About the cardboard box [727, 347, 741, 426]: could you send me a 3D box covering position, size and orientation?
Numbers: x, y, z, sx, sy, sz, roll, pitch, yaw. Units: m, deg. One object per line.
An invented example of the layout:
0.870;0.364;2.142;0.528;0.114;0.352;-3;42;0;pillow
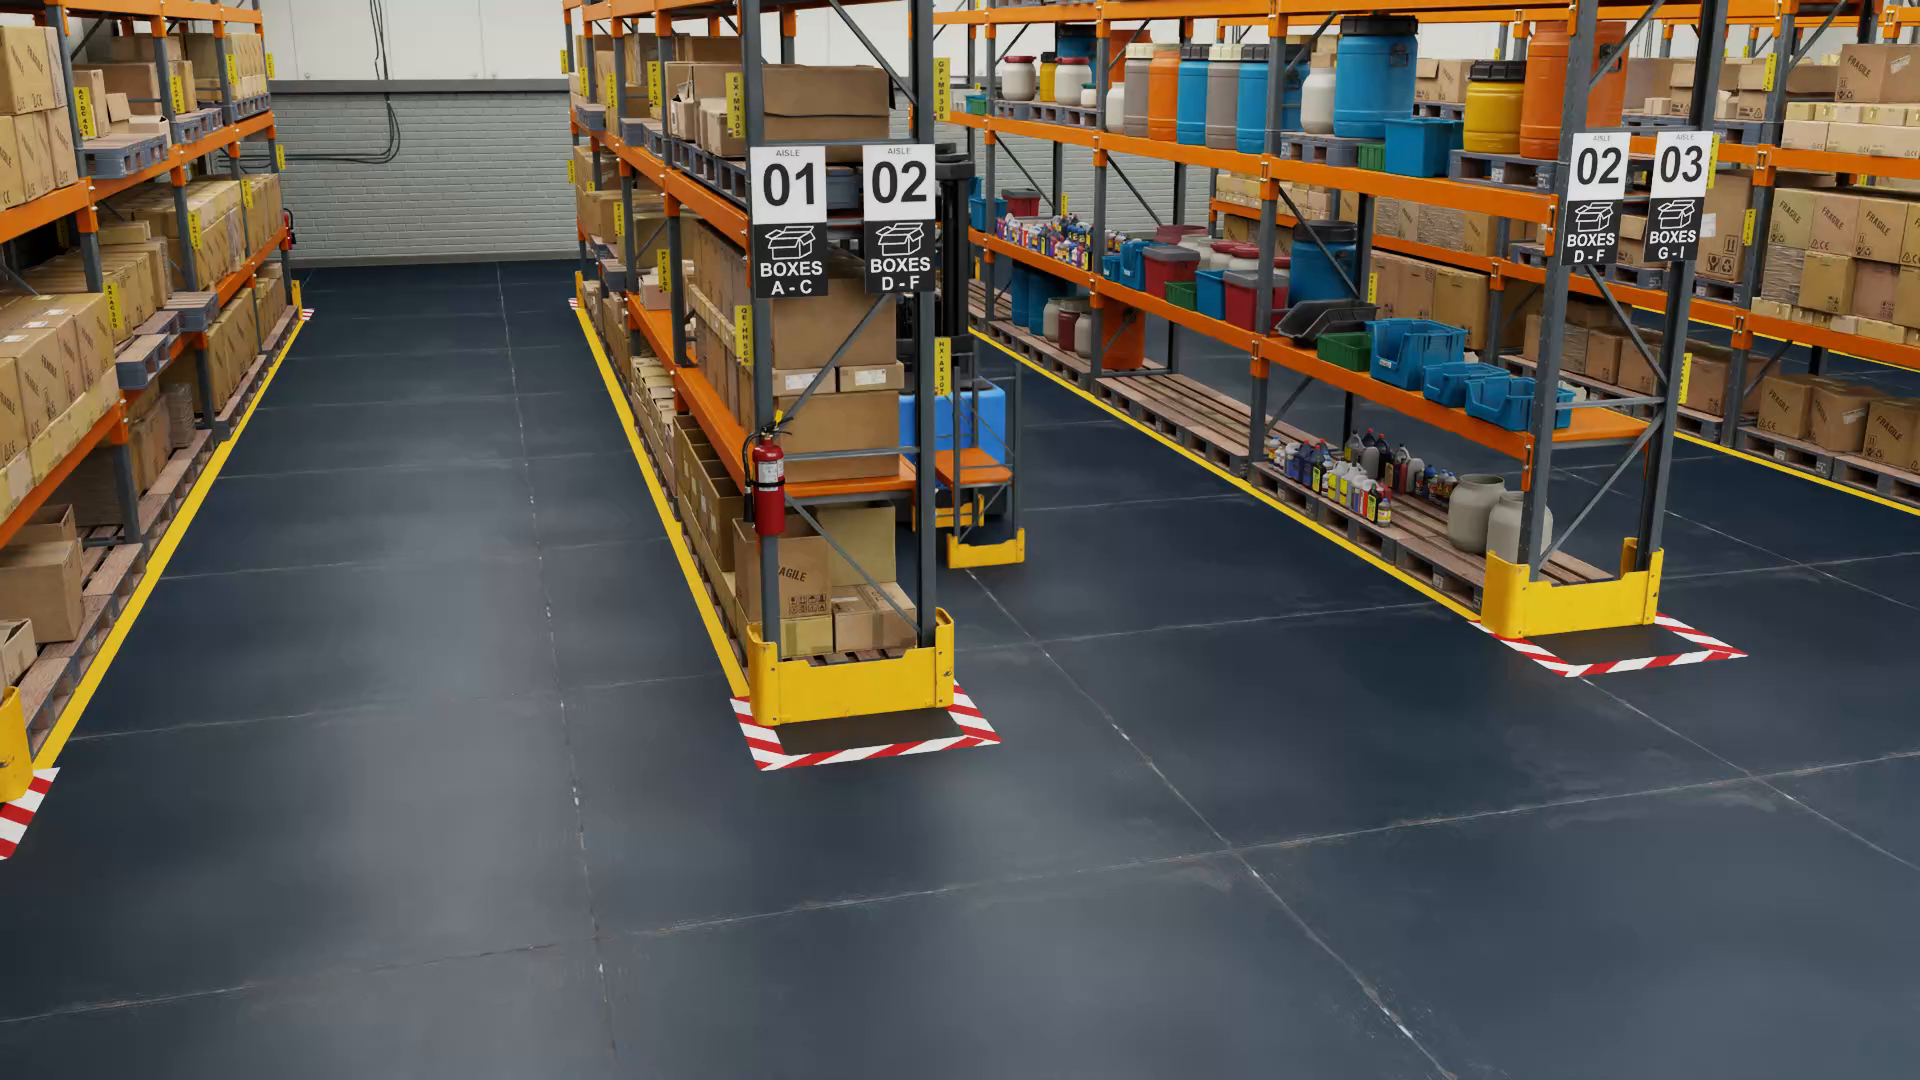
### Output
-1.181;-1.083;11.168;0.700;0.500;0.500;-4;17;-14;cardboard box

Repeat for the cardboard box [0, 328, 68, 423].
-5.656;-0.959;9.854;0.500;0.500;0.500;-4;17;-14;cardboard box

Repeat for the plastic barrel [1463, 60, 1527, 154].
3.692;-2.900;11.122;0.600;0.588;0.600;0;17;0;plastic barrel

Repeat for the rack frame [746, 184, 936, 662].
-0.637;-0.476;9.324;1.000;3.000;0.127;-5;17;-15;rack frame

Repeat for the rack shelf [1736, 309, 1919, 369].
8.340;-1.467;13.873;1.077;0.370;4.000;-5;17;-15;rack shelf

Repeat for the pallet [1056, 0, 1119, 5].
1.760;-5.873;17.885;1.213;0.211;1.003;-5;17;-15;pallet

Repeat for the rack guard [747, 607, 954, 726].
-0.630;0.727;9.662;1.175;0.500;0.348;-5;17;-15;rack guard

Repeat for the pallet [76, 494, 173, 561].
-6.713;-0.070;12.818;1.003;0.211;1.213;-5;17;-15;pallet

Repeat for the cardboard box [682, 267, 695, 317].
-2.214;-2.129;14.651;0.500;0.500;0.500;-5;17;-15;cardboard box

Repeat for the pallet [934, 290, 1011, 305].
0.251;-3.389;23.868;1.003;0.211;1.213;-5;17;-15;pallet

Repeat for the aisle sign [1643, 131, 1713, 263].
4.428;-2.115;10.261;0.394;0.787;0.004;-5;17;-15;aisle sign

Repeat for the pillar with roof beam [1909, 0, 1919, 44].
14.778;-10.211;31.304;9.100;9.000;0.400;-5;17;-15;pillar with roof beam

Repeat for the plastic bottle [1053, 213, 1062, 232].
1.258;-3.923;20.884;0.144;0.351;0.185;-5;17;-15;plastic bottle

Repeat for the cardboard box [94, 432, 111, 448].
-6.841;-0.887;12.967;0.500;0.250;0.500;-5;17;-16;cardboard box

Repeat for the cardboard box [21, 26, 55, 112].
-5.938;-2.894;10.213;0.500;0.500;0.500;-4;17;-12;cardboard box

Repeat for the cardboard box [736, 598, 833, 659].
-1.068;0.514;10.075;0.500;0.250;0.500;-5;17;-15;cardboard box

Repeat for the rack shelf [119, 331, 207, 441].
-7.048;-1.399;13.646;1.077;0.370;4.000;-5;17;-15;rack shelf

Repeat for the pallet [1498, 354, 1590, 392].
6.904;-1.920;18.976;1.003;0.211;1.213;-5;17;-15;pallet

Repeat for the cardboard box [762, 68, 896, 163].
-0.791;-2.390;9.328;0.797;0.503;0.637;-3;17;-11;cardboard box

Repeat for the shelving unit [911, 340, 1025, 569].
0.047;-0.674;12.590;0.587;1.500;1.083;-5;17;-16;shelving unit

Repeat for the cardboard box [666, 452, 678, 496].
-2.129;-0.559;13.648;0.500;0.250;0.500;-5;17;-16;cardboard box

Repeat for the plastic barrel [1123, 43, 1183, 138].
1.945;-4.512;16.674;0.600;0.901;0.600;0;17;0;plastic barrel

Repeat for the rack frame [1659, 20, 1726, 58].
10.388;-7.815;23.328;1.000;3.000;0.127;-5;17;-15;rack frame

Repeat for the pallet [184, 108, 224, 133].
-8.397;-4.498;17.832;0.805;0.209;1.217;-5;18;-17;pallet

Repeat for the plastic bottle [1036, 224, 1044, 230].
0.991;-3.725;20.353;0.152;0.276;0.135;-5;17;-15;plastic bottle

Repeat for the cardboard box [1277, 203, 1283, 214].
4.839;-4.872;24.392;0.380;0.149;0.250;-5;17;-16;cardboard box

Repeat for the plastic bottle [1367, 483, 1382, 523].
3.151;-0.281;12.631;0.061;0.283;0.133;-4;17;-14;plastic bottle

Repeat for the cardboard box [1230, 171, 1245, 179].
4.502;-5.822;25.559;0.500;0.500;0.500;-5;17;-17;cardboard box

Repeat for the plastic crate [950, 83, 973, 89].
-0.115;-6.255;23.456;0.504;0.338;0.767;-5;17;-15;plastic crate

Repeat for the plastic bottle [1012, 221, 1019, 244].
0.696;-3.831;20.716;0.097;0.271;0.097;0;17;0;plastic bottle

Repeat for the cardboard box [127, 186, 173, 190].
-8.670;-3.670;17.927;0.500;0.250;0.500;-4;17;-15;cardboard box

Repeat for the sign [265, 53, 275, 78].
-9.270;-6.371;22.333;0.100;0.325;0.005;-5;17;-15;sign

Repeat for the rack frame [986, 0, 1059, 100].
0.829;-7.060;20.812;1.000;3.000;0.127;-5;17;-15;rack frame

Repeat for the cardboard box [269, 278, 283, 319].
-9.370;-3.189;21.971;0.700;0.500;0.500;-5;17;-15;cardboard box

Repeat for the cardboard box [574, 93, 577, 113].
-4.873;-5.827;22.184;0.500;0.250;0.500;-5;17;-15;cardboard box

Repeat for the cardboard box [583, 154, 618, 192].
-4.604;-4.723;21.549;0.500;0.500;0.500;-5;17;-15;cardboard box

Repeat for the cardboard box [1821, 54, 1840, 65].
10.971;-5.919;20.724;0.396;0.266;0.258;-5;17;-15;cardboard box

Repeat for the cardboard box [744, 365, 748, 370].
-1.136;-1.138;10.227;0.380;0.149;0.250;-4;17;-15;cardboard box

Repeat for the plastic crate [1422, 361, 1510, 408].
3.529;-1.091;11.628;0.499;0.251;0.408;-5;17;-15;plastic crate

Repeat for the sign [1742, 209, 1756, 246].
7.257;-2.875;15.296;0.100;0.325;0.005;-5;17;-15;sign

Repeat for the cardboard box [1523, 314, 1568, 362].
6.894;-2.301;18.980;0.700;0.500;0.500;-6;18;-18;cardboard box

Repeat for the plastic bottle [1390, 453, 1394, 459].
3.619;-0.633;13.802;0.061;0.283;0.133;-4;17;-12;plastic bottle

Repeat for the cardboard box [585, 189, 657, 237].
-4.019;-3.896;19.805;0.700;0.500;0.500;-12;20;-34;cardboard box

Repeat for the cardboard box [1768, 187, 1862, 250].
7.669;-2.890;14.929;0.500;0.500;0.500;-5;17;-15;cardboard box

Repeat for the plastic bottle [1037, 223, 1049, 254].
1.002;-3.586;19.762;0.144;0.351;0.185;-5;17;-15;plastic bottle

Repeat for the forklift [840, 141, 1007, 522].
-0.534;-1.927;14.274;1.130;2.935;3.031;-5;17;-16;forklift

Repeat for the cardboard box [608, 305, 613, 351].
-3.879;-2.510;19.673;0.500;0.500;0.500;-4;17;-14;cardboard box

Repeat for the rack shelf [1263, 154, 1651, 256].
3.577;-2.512;12.138;1.077;0.370;4.000;-5;17;-15;rack shelf

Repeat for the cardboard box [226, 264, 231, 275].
-8.079;-2.937;17.917;0.380;0.149;0.250;-5;17;-15;cardboard box

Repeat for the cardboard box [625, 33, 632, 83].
-3.229;-5.056;17.444;0.500;0.500;0.500;-5;17;-15;cardboard box

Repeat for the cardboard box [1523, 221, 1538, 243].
6.819;-3.675;19.800;0.500;0.500;0.500;-4;17;-14;cardboard box

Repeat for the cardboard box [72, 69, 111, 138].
-6.910;-3.375;12.854;0.500;0.500;0.500;-5;18;-17;cardboard box

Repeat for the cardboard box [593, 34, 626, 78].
-4.105;-5.891;20.222;0.700;0.500;0.500;-5;17;-15;cardboard box

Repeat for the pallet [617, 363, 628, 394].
-3.336;-1.900;18.911;1.003;0.211;1.213;-5;17;-15;pallet
